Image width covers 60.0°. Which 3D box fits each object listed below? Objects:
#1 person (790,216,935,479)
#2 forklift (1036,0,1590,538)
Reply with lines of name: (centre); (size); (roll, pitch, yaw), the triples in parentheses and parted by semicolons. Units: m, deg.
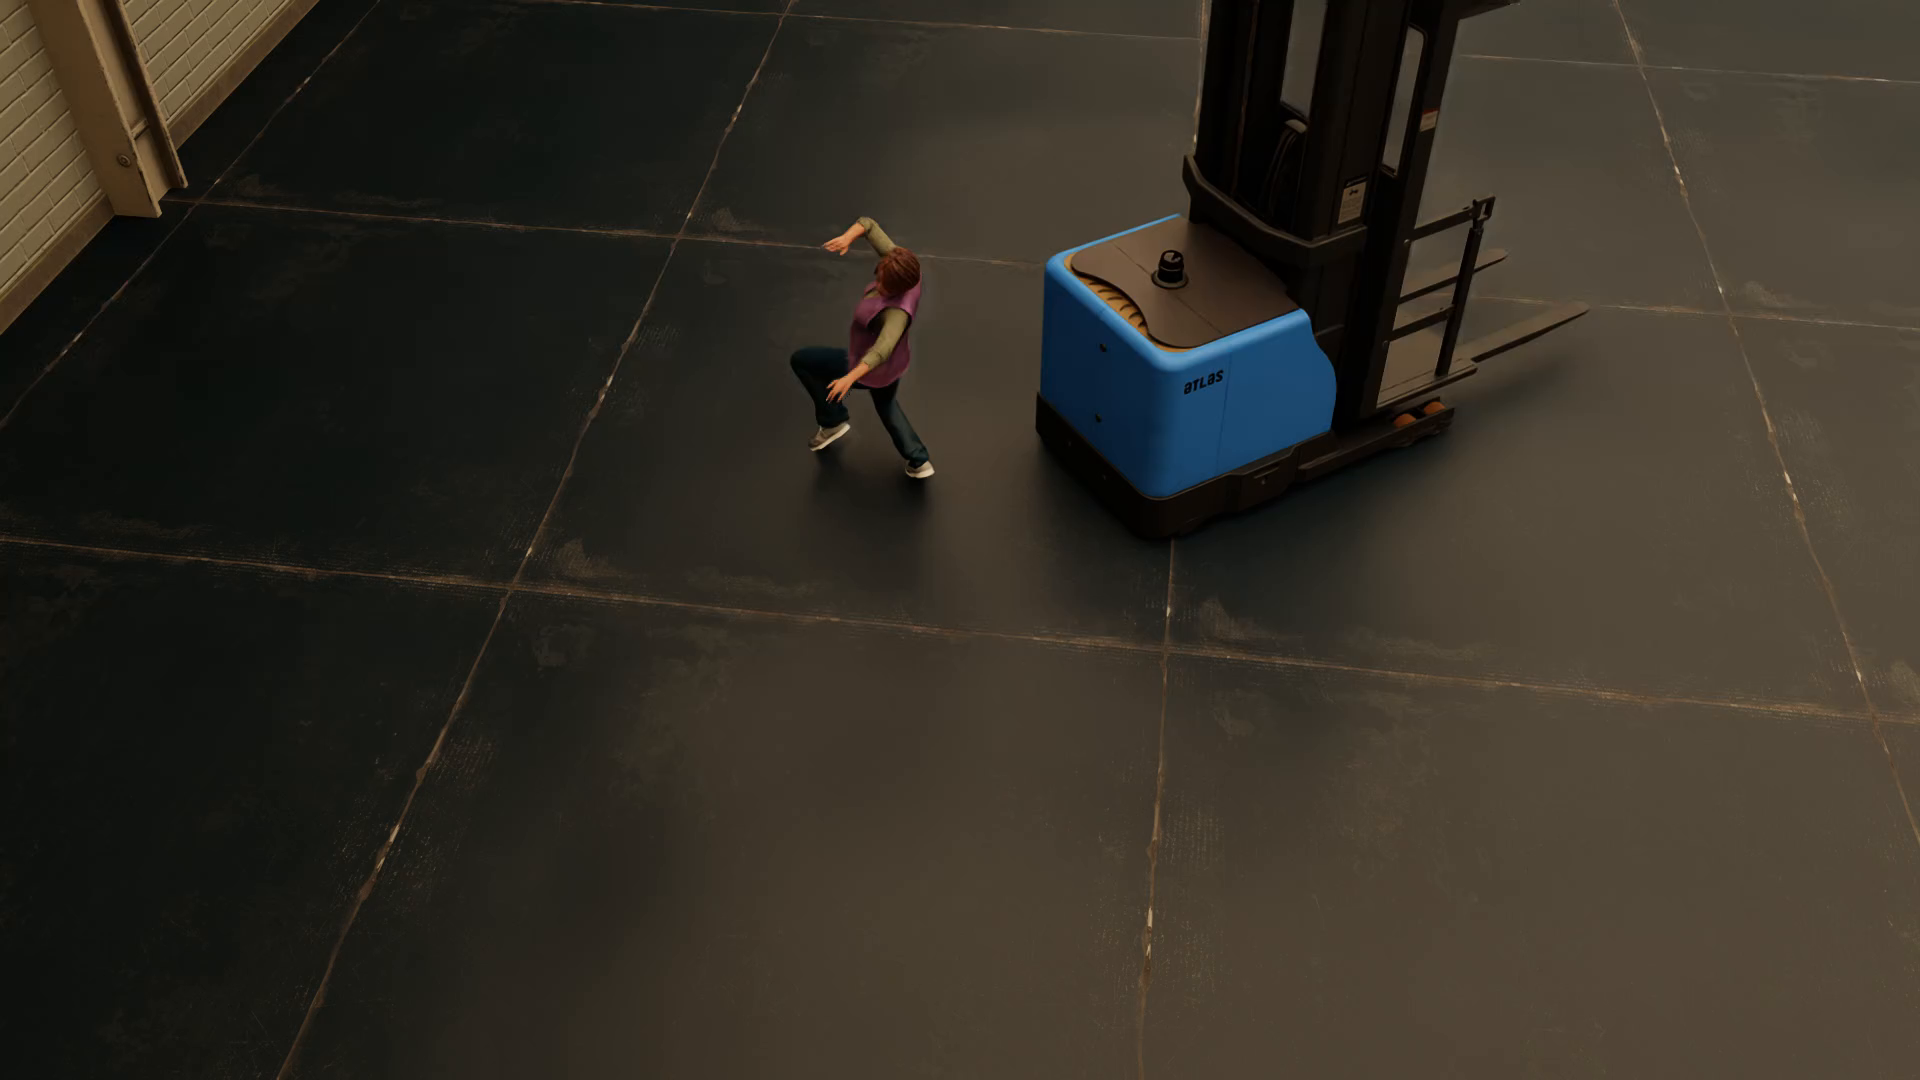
person: (-0.572, -0.764, 7.729); (0.803, 1.385, 0.930); (23, 47, 23)
forklift: (1.912, -1.836, 7.723); (3.031, 2.935, 1.130); (-22, 47, -22)
